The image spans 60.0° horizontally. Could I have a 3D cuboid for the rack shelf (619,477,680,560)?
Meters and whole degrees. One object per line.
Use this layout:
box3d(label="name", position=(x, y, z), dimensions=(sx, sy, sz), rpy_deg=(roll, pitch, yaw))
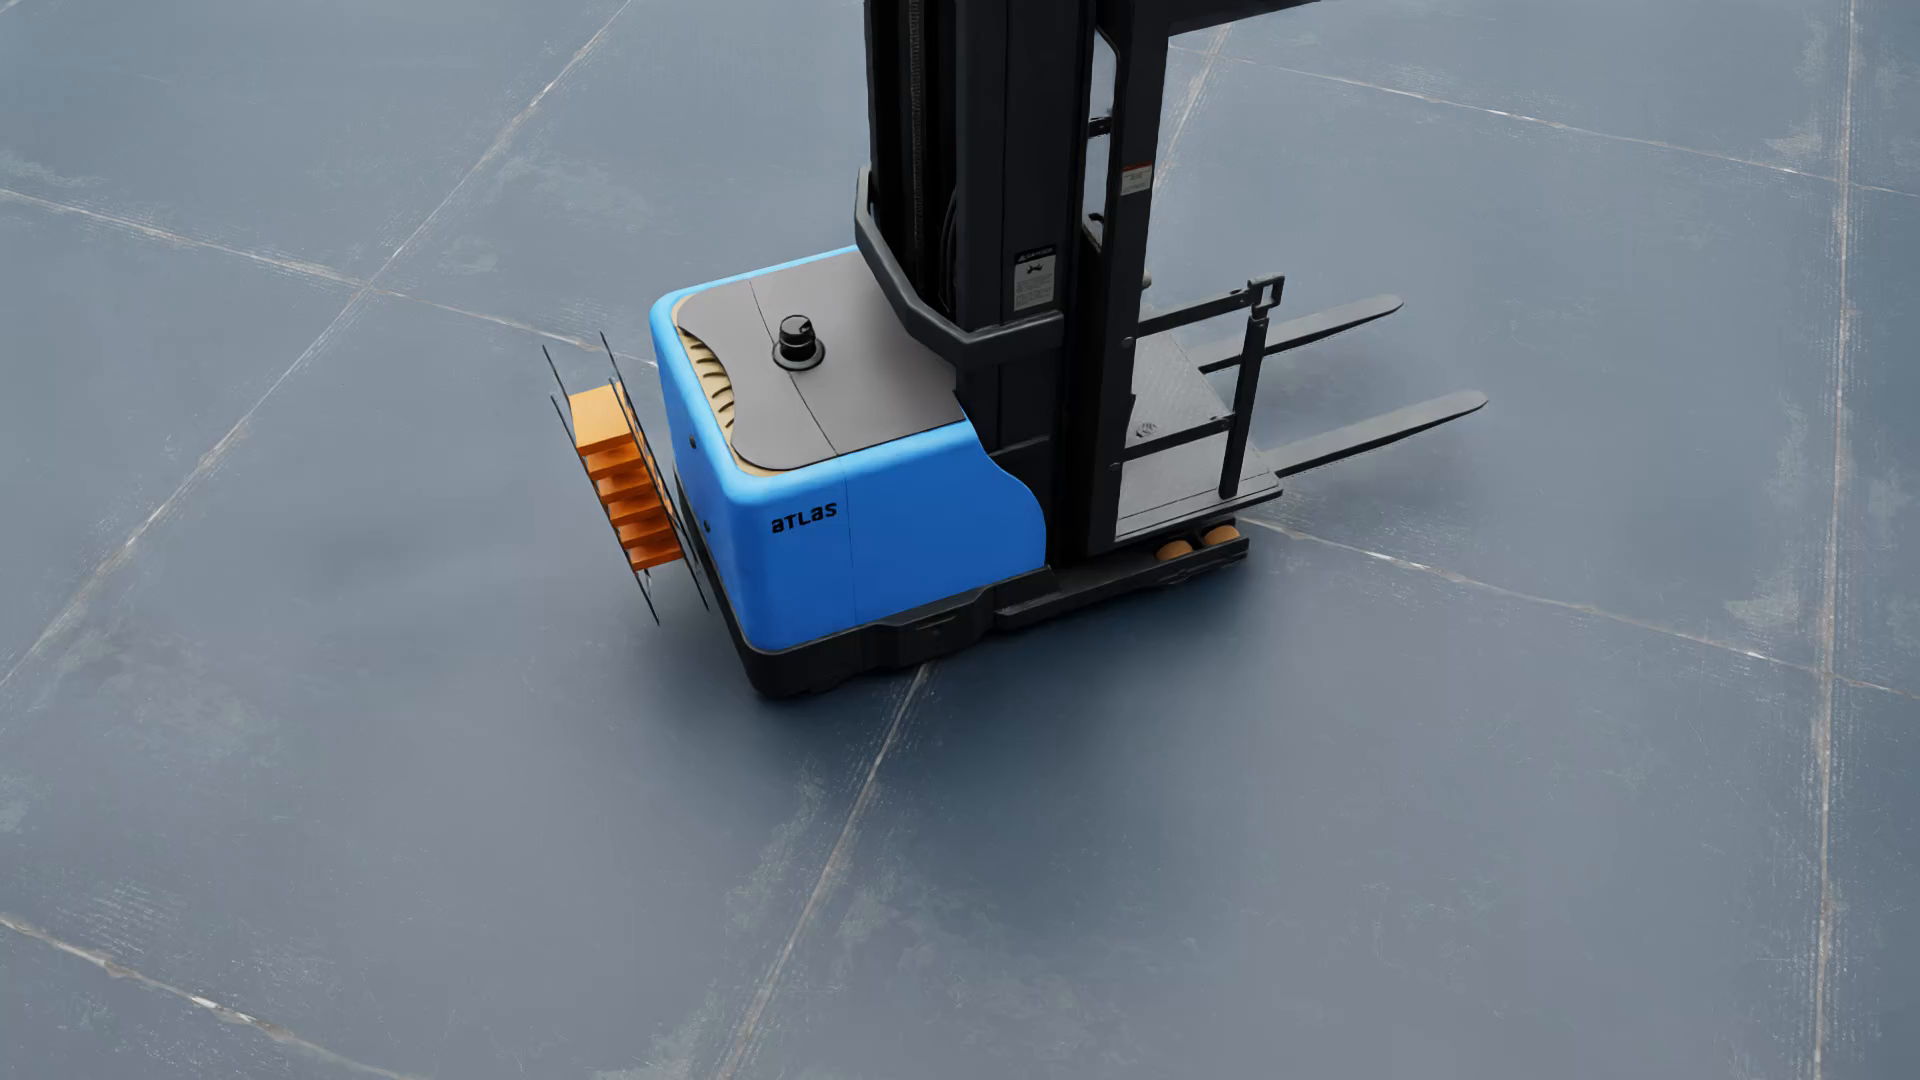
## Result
box3d(label="rack shelf", position=(-1.085, -0.077, 5.728), dimensions=(0.180, 0.103, 0.258), rpy_deg=(-17, 51, -4))

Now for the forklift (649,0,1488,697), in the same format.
box3d(label="forklift", position=(0.518, -1.152, 5.309), dimensions=(3.031, 2.935, 1.130), rpy_deg=(-17, 51, -14))

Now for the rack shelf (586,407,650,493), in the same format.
box3d(label="rack shelf", position=(-1.133, -0.301, 5.450), dimensions=(0.180, 0.103, 0.258), rpy_deg=(-17, 51, -4))

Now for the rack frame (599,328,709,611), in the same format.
box3d(label="rack frame", position=(-1.019, -0.205, 5.607), dimensions=(0.006, 1.200, 0.240), rpy_deg=(-17, 51, -4))

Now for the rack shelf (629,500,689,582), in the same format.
box3d(label="rack shelf", position=(-1.069, -0.003, 5.821), dimensions=(0.180, 0.103, 0.258), rpy_deg=(-17, 51, -4))

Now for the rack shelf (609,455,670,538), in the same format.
box3d(label="rack shelf", position=(-1.101, -0.152, 5.636), dimensions=(0.180, 0.103, 0.258), rpy_deg=(-17, 51, -4))

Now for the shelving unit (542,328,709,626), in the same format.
box3d(label="shelving unit", position=(-1.107, -0.179, 5.601), dimensions=(0.189, 1.200, 0.258), rpy_deg=(-17, 51, -4))

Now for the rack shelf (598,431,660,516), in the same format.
box3d(label="rack shelf", position=(-1.117, -0.226, 5.543), dimensions=(0.180, 0.103, 0.258), rpy_deg=(-17, 51, -4))

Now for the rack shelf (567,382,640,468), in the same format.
box3d(label="rack shelf", position=(-1.149, -0.375, 5.358), dimensions=(0.180, 0.103, 0.258), rpy_deg=(-17, 51, -4))

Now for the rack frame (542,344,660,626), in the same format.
box3d(label="rack frame", position=(-1.194, -0.153, 5.595), dimensions=(0.006, 1.200, 0.240), rpy_deg=(-17, 51, -4))
